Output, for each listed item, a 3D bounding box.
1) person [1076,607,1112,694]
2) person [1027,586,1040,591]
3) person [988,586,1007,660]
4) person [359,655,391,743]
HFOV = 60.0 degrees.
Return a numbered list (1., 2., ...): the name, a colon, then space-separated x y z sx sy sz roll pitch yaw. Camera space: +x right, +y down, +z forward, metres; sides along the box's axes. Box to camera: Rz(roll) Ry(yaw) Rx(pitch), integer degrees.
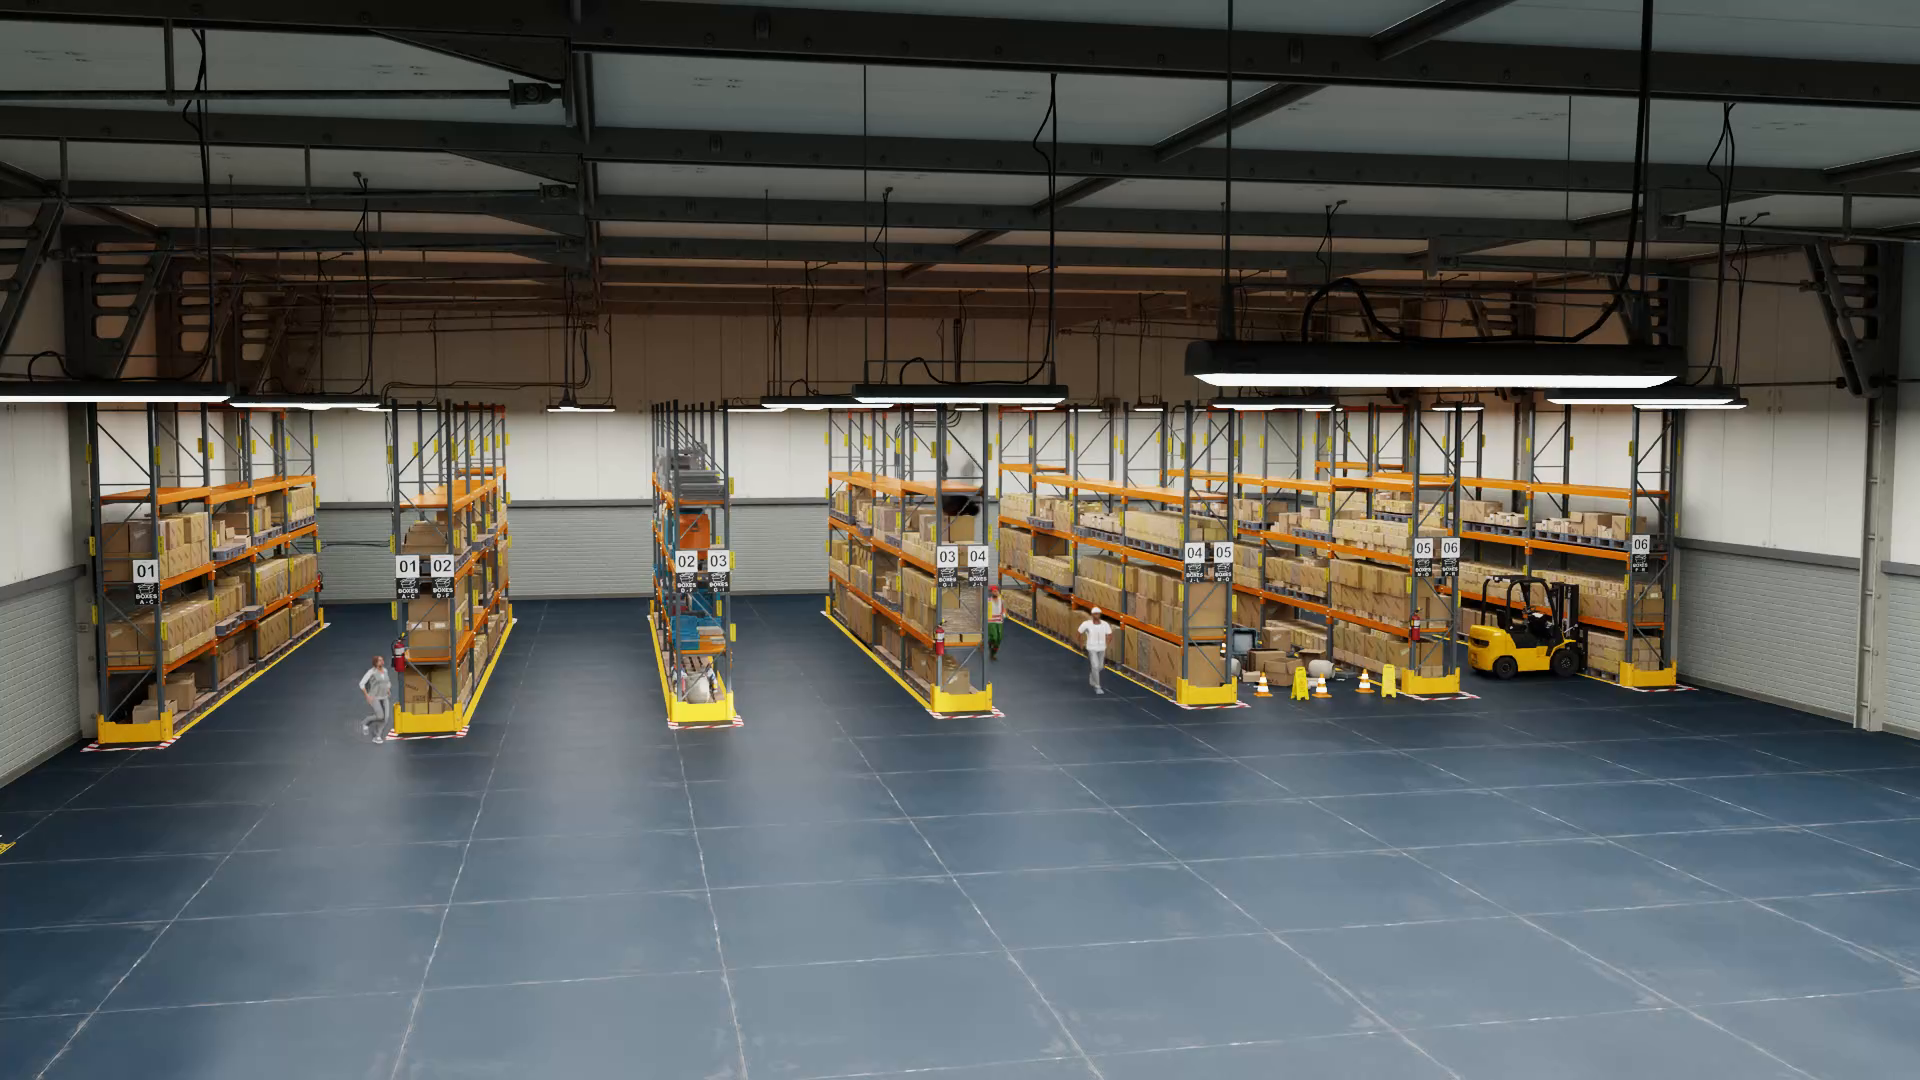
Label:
1. person: 2.794 2.248 34.241 0.723 1.751 0.959 -1 4 -16
2. person: 2.169 1.121 49.887 0.802 1.689 0.606 3 5 37
3. person: 0.830 1.933 38.665 0.650 1.740 0.577 -2 5 -24
4. person: -10.171 2.768 29.052 0.522 1.528 0.554 3 5 31
